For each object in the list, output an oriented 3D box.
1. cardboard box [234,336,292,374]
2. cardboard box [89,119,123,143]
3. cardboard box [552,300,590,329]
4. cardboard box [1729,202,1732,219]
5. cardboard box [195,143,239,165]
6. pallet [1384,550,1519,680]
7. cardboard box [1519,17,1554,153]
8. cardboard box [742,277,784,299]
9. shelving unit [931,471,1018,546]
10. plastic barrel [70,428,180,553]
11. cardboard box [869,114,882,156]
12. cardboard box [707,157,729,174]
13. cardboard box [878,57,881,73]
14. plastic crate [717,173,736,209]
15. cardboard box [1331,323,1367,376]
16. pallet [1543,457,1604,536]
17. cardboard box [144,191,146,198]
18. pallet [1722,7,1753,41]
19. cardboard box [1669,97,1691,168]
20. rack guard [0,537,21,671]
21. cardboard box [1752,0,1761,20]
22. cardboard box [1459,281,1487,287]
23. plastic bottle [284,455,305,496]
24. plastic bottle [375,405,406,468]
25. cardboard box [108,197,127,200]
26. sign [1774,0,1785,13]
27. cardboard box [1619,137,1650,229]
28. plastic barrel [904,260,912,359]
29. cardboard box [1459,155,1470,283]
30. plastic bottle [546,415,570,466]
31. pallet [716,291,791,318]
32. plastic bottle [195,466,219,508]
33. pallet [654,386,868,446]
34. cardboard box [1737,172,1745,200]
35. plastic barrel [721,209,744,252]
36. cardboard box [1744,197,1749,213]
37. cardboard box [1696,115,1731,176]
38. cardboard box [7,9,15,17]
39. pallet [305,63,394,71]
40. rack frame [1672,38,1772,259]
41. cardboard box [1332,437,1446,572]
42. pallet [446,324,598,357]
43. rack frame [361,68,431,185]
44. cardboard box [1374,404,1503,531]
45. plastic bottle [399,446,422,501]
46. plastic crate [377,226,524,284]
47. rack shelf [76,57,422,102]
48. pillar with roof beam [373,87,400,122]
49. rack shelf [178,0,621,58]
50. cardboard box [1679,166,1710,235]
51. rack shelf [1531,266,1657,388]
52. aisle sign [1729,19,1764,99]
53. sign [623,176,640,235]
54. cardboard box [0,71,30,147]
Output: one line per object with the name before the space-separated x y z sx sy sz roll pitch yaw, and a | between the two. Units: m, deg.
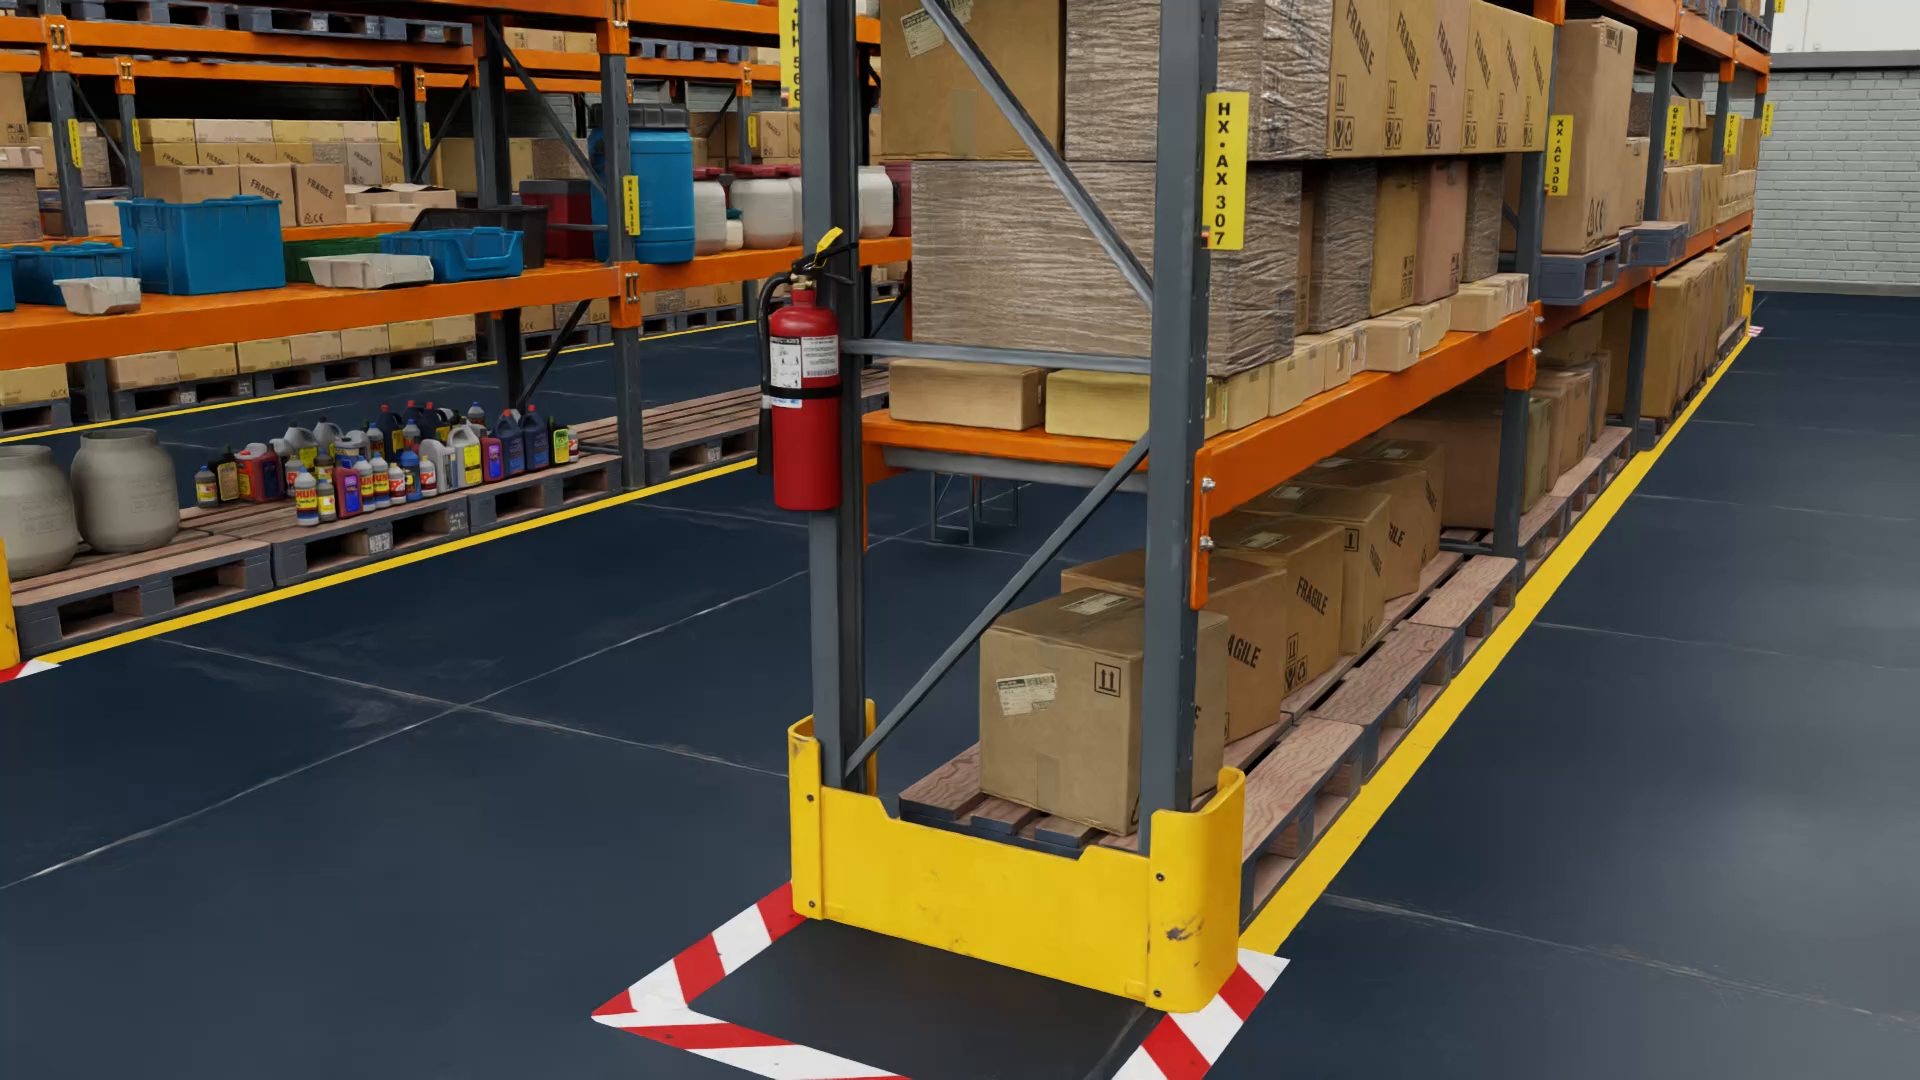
cardboard box | -5.743 -1.502 13.333 0.500 0.250 0.500 7 15 26
cardboard box | -9.064 -4.439 18.056 0.500 0.250 0.500 8 16 30
cardboard box | -3.999 -2.357 16.303 0.500 0.500 0.500 7 15 26
cardboard box | 6.700 -2.949 14.903 0.380 0.149 0.250 7 15 27
cardboard box | -8.336 -4.129 18.371 0.500 0.500 0.500 8 16 30
pallet | 1.725 0.252 7.036 1.003 0.211 1.213 7 15 28
cardboard box | 2.042 -1.801 6.621 0.500 0.500 0.500 7 15 28
cardboard box | -2.392 -2.978 19.283 0.500 0.311 0.500 7 15 28
shelving unit | 0.080 -0.617 8.534 0.258 1.200 0.503 7 15 28
plastic barrel | -3.757 -0.227 7.486 0.421 0.512 0.421 0 14 0
cardboard box | -1.315 -5.032 20.658 0.500 0.500 0.500 8 16 30
cardboard box | -2.767 -4.190 19.298 0.500 0.500 0.500 8 16 29
cardboard box | -1.119 -5.979 20.853 0.500 0.250 0.500 7 15 28
plastic crate | -1.432 -2.361 11.790 0.402 0.464 0.583 7 15 28
cardboard box | 1.030 -0.591 5.120 0.380 0.149 0.250 7 15 28
pallet | 2.983 -0.301 9.330 1.003 0.211 1.213 7 15 28
cardboard box | -8.694 -3.678 17.883 0.380 0.149 0.250 7 15 27
pallet | 6.291 -4.468 14.456 1.003 0.211 1.213 7 15 28
cardboard box | 4.956 -3.022 12.314 0.797 0.503 0.637 8 16 30
rack guard | -4.255 0.209 6.601 1.175 0.500 0.348 7 15 28
cardboard box | 7.615 -5.354 16.618 0.700 0.500 0.500 6 15 25
cardboard box | 1.869 -0.951 6.613 0.380 0.149 0.250 7 15 28
plastic bottle | -3.416 -0.332 8.543 0.097 0.201 0.097 0 14 0
plastic bottle | -3.162 -0.575 9.231 0.144 0.351 0.185 7 15 26
cardboard box | -6.387 -2.504 12.806 0.396 0.266 0.258 7 15 27
sign | 8.288 -5.493 16.797 0.100 0.325 0.005 7 15 28
cardboard box | 3.544 -2.077 9.640 0.700 0.500 0.500 10 17 36
plastic barrel | -0.162 -1.878 13.659 0.600 0.830 0.708 7 15 28
cardboard box | 1.474 -1.254 6.488 0.875 0.500 0.500 7 15 28
plastic bottle | -2.261 -0.563 9.327 0.061 0.283 0.133 8 16 31
pallet | -2.451 -2.795 19.675 1.003 0.211 1.213 7 15 28
plastic bottle | -3.747 -0.265 8.266 0.097 0.201 0.097 0 14 0
pallet | -1.383 -0.867 11.681 1.003 0.211 1.213 7 15 28
cardboard box | 7.078 -3.333 15.645 0.500 0.250 0.500 7 15 28
plastic barrel | -1.543 -1.993 10.696 0.301 0.262 0.301 0 14 0
cardboard box | 7.567 -3.318 16.433 0.380 0.149 0.250 8 16 29
cardboard box | 6.341 -3.392 14.288 0.500 0.500 0.500 7 15 28
cardboard box | -9.605 -5.144 16.815 0.500 0.500 0.500 7 15 28
pallet | -7.522 -5.741 19.957 0.805 0.209 1.217 7 15 26
rack frame | 7.820 -3.707 17.510 1.000 3.000 0.127 7 15 28
cardboard box | 1.790 -0.156 7.220 0.500 0.500 0.500 7 15 26
pallet | -4.324 -1.982 16.305 1.003 0.211 1.213 7 15 28
rack frame | -7.122 -4.570 21.089 1.000 3.000 0.127 7 15 28
cardboard box | 2.334 -0.367 8.051 0.700 0.500 0.500 6 15 24
plastic bottle | -2.789 -0.342 8.435 0.097 0.271 0.097 0 14 0
plastic crate | -2.614 -1.476 8.573 0.499 0.251 0.616 7 15 28
rack shelf | -8.089 -5.268 19.120 1.077 0.370 4.000 7 15 28
pillar with roof beam | -3.772 -7.240 19.365 9.100 9.000 0.400 7 15 28
rack shelf | -3.284 -2.504 7.656 1.077 0.370 4.000 7 15 28
cardboard box | 5.407 -2.599 12.702 0.500 0.500 0.500 7 15 27
rack shelf | 2.986 -1.306 9.084 1.077 0.370 4.000 7 15 28
aisle sign | 8.117 -4.951 17.125 0.394 0.787 0.004 7 15 28
sign | -1.841 -1.876 9.325 0.100 0.325 0.005 7 15 28
cardboard box | -6.860 -2.956 11.412 0.700 0.500 0.500 7 15 28
